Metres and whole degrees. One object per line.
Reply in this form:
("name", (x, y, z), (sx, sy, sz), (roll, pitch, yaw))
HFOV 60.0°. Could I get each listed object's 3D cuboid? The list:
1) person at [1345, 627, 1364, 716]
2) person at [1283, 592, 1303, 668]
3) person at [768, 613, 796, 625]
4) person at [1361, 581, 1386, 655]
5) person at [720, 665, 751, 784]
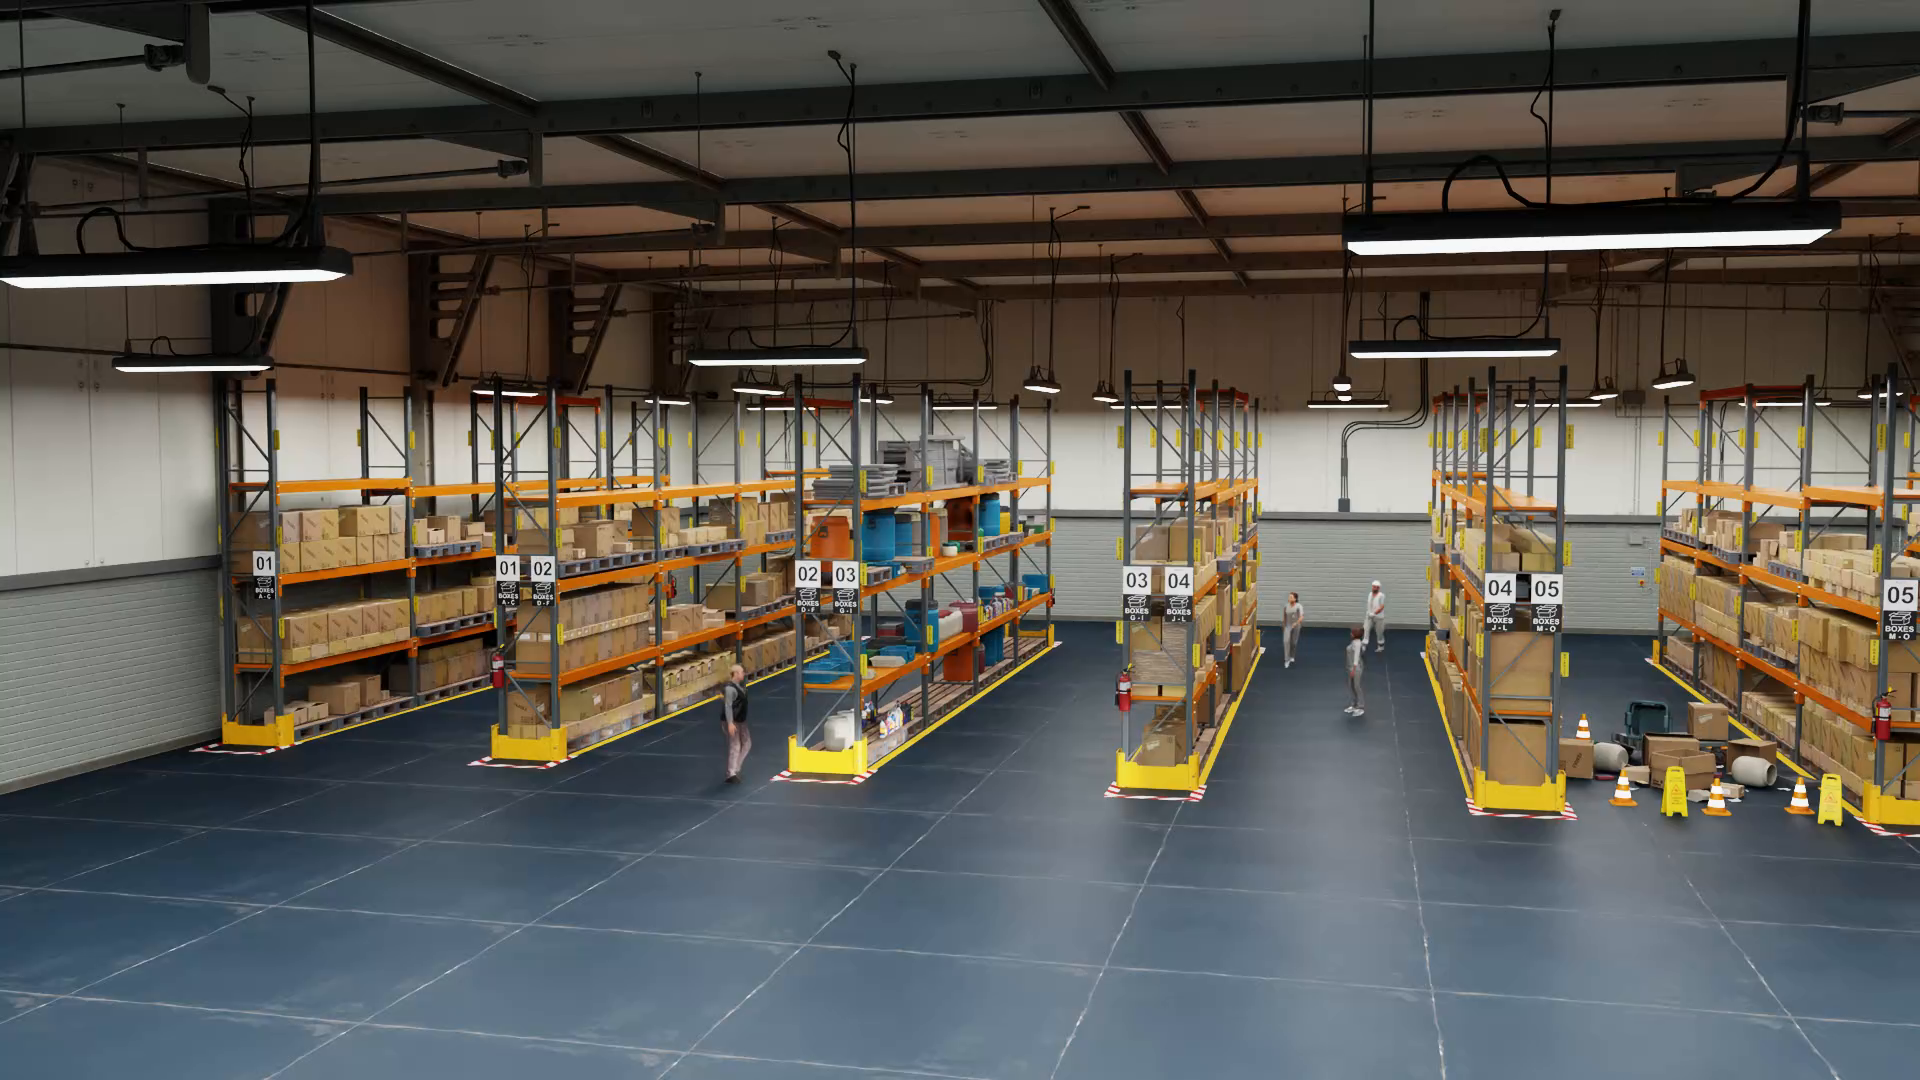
("person", (7.222, 2.434, 30.400), (0.338, 1.522, 0.401), (-1, 4, -13))
("person", (7.411, 1.976, 36.998), (0.448, 1.650, 0.982), (1, 4, 13))
("person", (-4.636, 1.495, 44.519), (1.017, 1.683, 0.662), (2, 4, 27))
("person", (9.563, 1.796, 38.523), (0.598, 1.721, 1.082), (3, 5, 41))
("person", (-3.322, 2.705, 24.410), (0.386, 1.756, 0.651), (1, 4, 12))
